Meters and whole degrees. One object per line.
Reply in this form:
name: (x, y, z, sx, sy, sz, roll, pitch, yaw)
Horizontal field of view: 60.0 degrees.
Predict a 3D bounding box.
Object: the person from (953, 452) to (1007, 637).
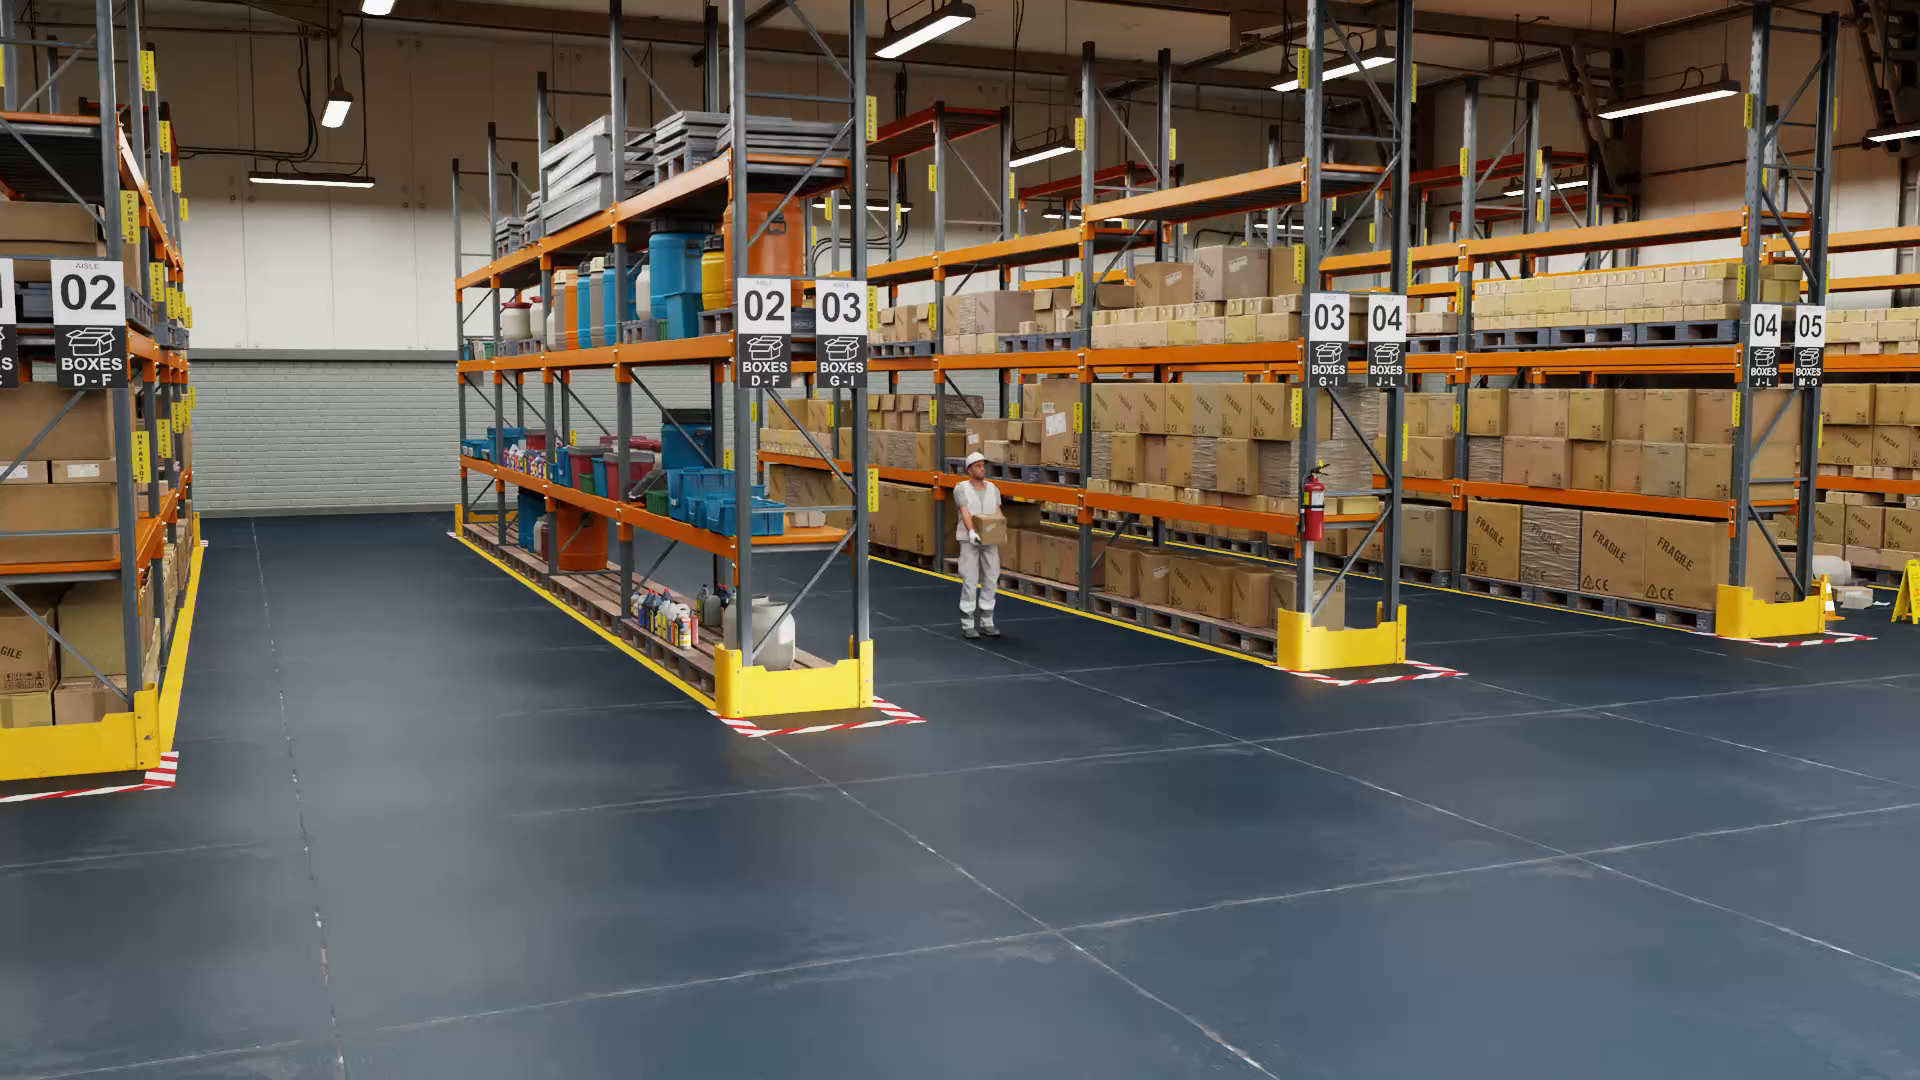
person: (0.216, 0.050, 16.064, 0.494, 1.783, 0.563, -2, 6, -24)
